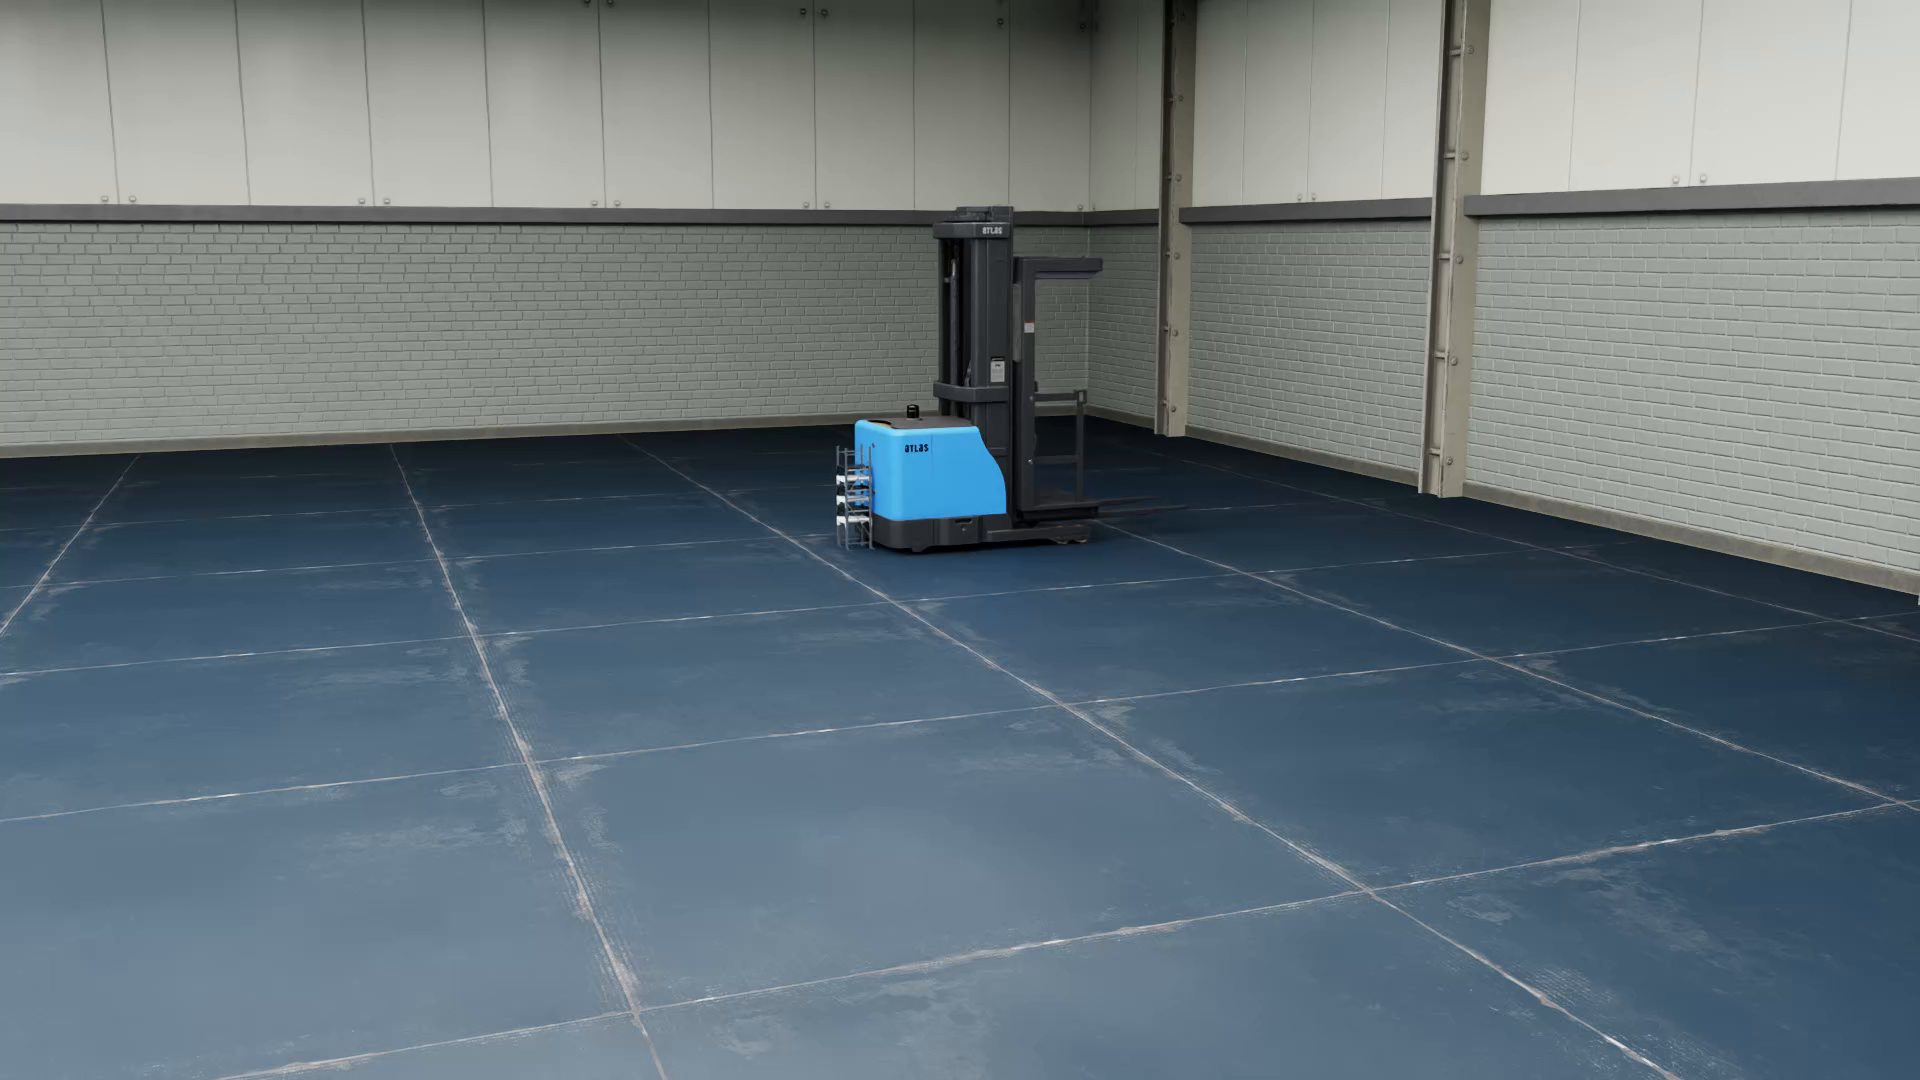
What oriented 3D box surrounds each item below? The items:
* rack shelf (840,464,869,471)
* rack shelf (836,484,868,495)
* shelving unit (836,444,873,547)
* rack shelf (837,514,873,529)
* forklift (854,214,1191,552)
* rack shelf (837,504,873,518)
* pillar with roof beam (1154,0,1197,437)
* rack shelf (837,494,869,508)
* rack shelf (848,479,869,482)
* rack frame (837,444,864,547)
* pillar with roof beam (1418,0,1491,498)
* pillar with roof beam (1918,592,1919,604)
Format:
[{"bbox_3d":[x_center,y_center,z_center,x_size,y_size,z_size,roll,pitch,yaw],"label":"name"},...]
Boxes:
[{"bbox_3d":[-0.917,-0.625,14.395,0.221,0.026,0.190,-5,11,-24],"label":"rack shelf"},{"bbox_3d":[-0.917,-0.427,14.430,0.258,0.077,0.200,-5,11,-24],"label":"rack shelf"},{"bbox_3d":[-0.918,-0.372,14.442,0.258,0.900,0.205,-5,11,-24],"label":"shelving unit"},{"bbox_3d":[-0.917,-0.162,14.478,0.258,0.077,0.200,-5,11,-24],"label":"rack shelf"},{"bbox_3d":[0.616,-1.451,14.891,3.031,2.867,1.129,-4,11,-23],"label":"forklift"},{"bbox_3d":[-0.917,-0.250,14.462,0.258,0.077,0.200,-5,11,-24],"label":"rack shelf"},{"bbox_3d":[-1.081,-5.621,20.827,9.100,9.000,0.400,-4,11,-21],"label":"pillar with roof beam"},{"bbox_3d":[-0.917,-0.339,14.446,0.258,0.077,0.200,-5,11,-24],"label":"rack shelf"},{"bbox_3d":[-0.917,-0.531,14.412,0.199,0.015,0.184,-5,11,-24],"label":"rack shelf"},{"bbox_3d":[-0.959,-0.388,14.531,0.240,0.900,0.006,-5,11,-24],"label":"rack frame"},{"bbox_3d":[1.093,-4.642,15.321,9.100,9.000,0.400,-4,11,-21],"label":"pillar with roof beam"},{"bbox_3d":[3.267,-3.663,9.816,9.100,9.000,0.400,-4,11,-21],"label":"pillar with roof beam"}]
